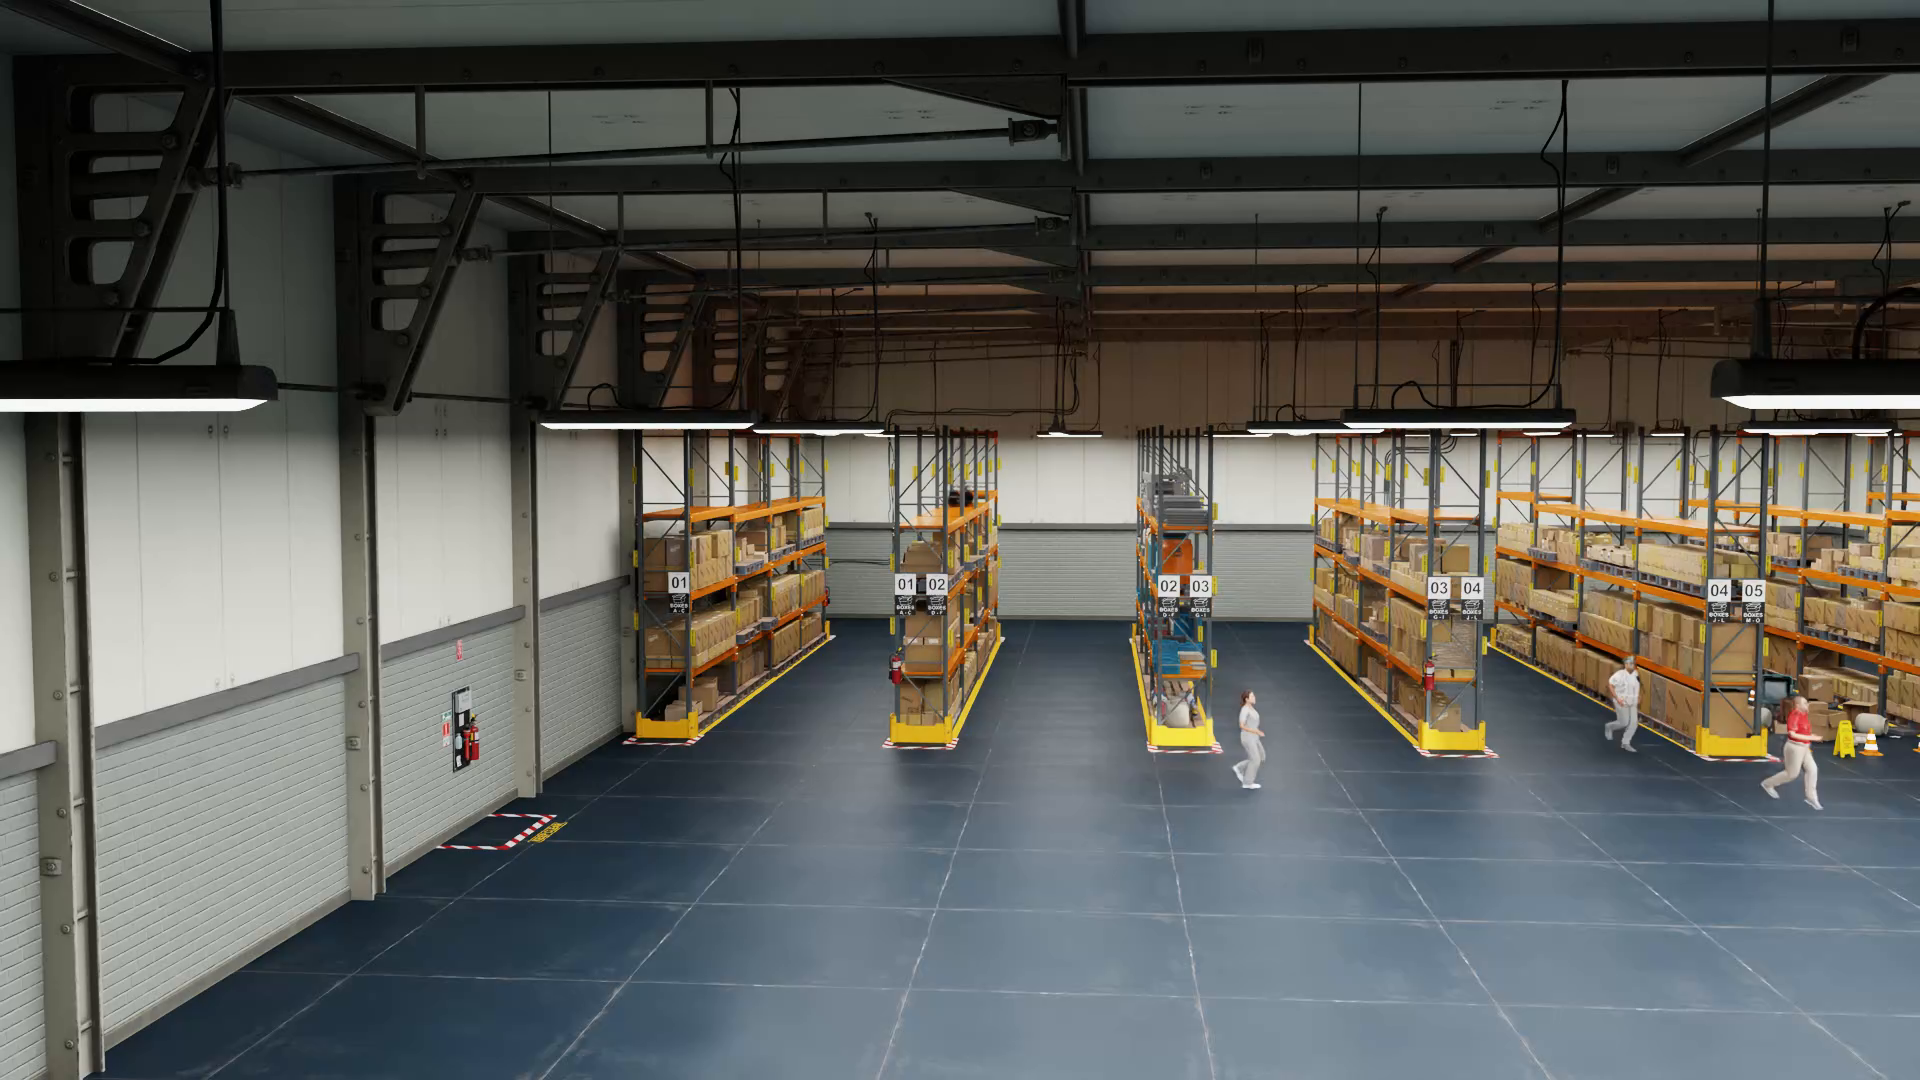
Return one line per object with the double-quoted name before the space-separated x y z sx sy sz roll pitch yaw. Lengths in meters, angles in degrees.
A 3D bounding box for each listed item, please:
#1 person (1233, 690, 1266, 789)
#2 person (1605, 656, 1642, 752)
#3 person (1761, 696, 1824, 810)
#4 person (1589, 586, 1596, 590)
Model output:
"person" 4.752 3.266 27.297 0.585 1.621 0.557 2 4 26
"person" 12.332 3.007 30.878 0.685 1.758 0.710 -1 4 -22
"person" 13.047 3.323 26.016 0.937 1.785 0.693 3 5 41
"person" 18.308 2.119 47.273 0.951 1.608 0.615 0 3 3
